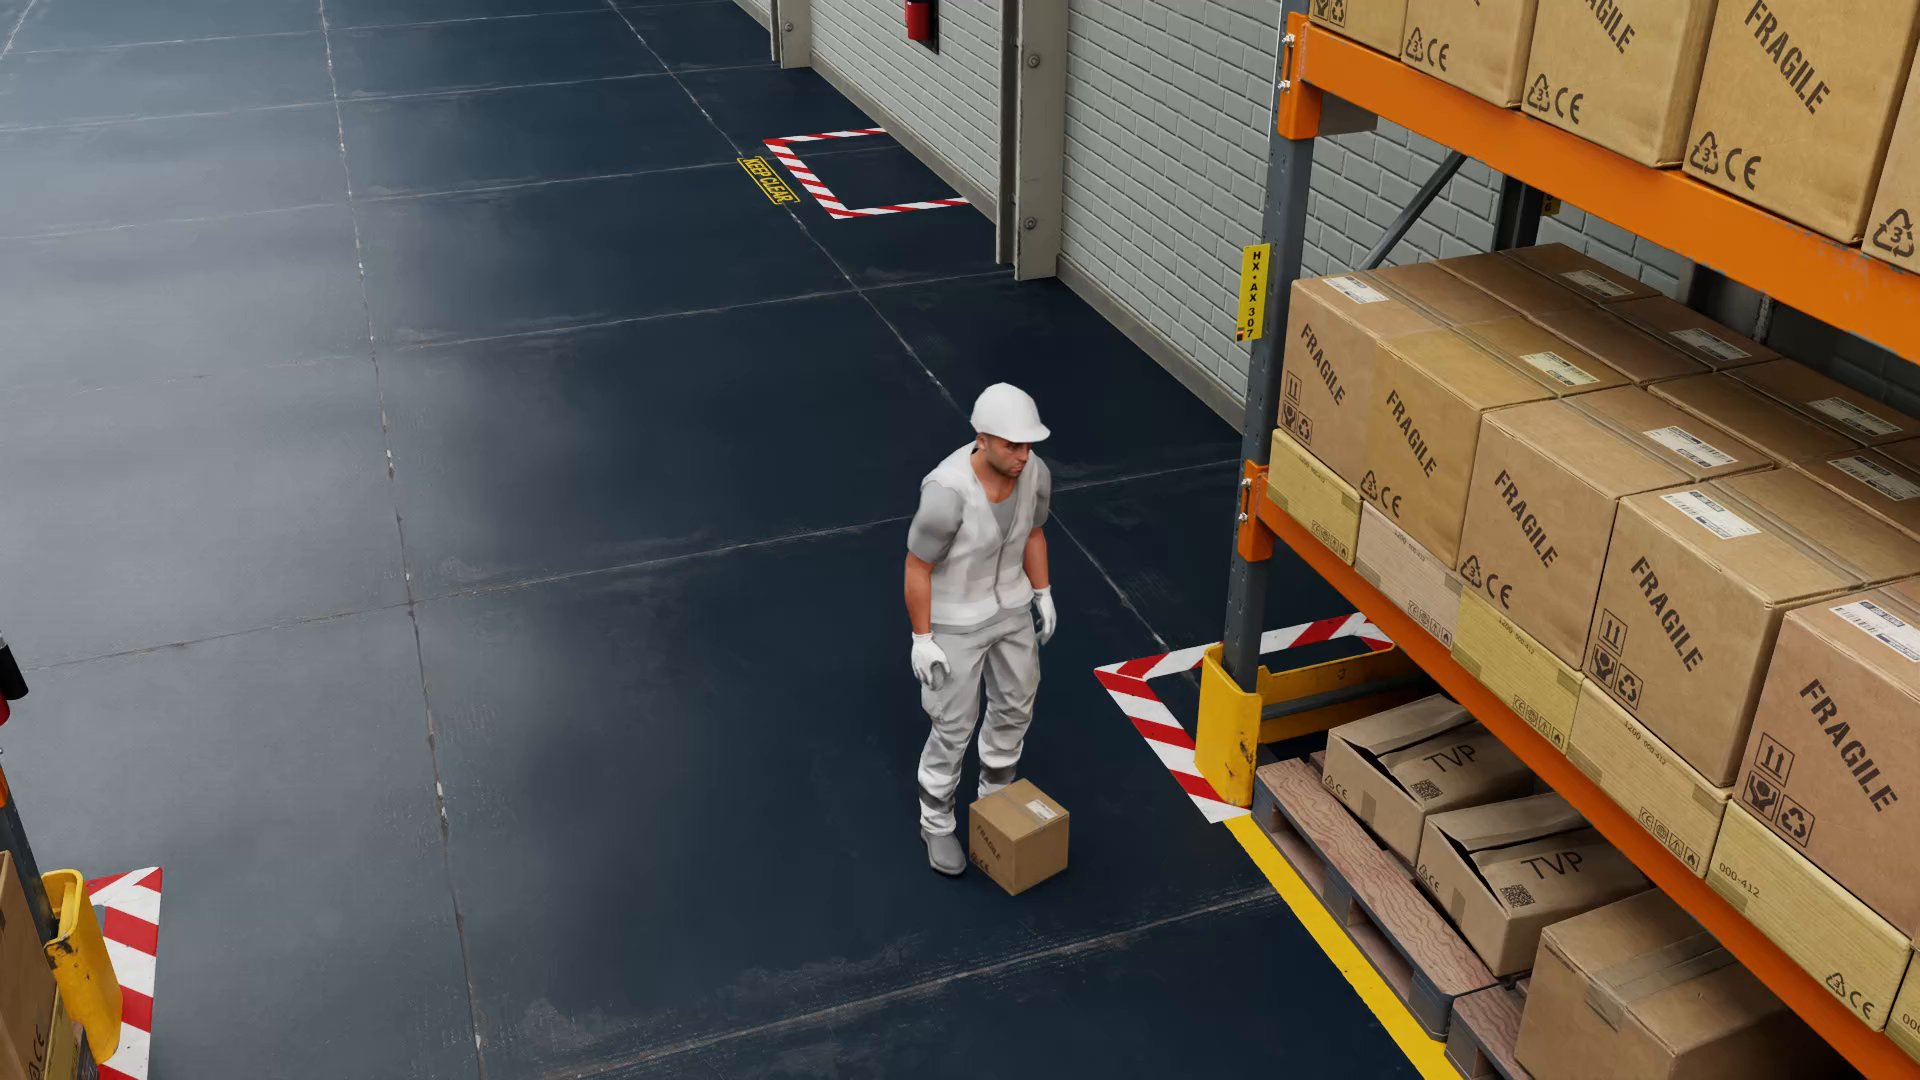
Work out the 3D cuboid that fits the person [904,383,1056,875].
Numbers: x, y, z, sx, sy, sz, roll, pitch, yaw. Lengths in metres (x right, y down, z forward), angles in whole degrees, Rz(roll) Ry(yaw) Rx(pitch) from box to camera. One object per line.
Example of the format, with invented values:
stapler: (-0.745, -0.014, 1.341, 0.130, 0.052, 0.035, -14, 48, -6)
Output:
person: (0.086, 0.282, 5.618, 0.608, 1.777, 0.453, -20, 35, -31)
